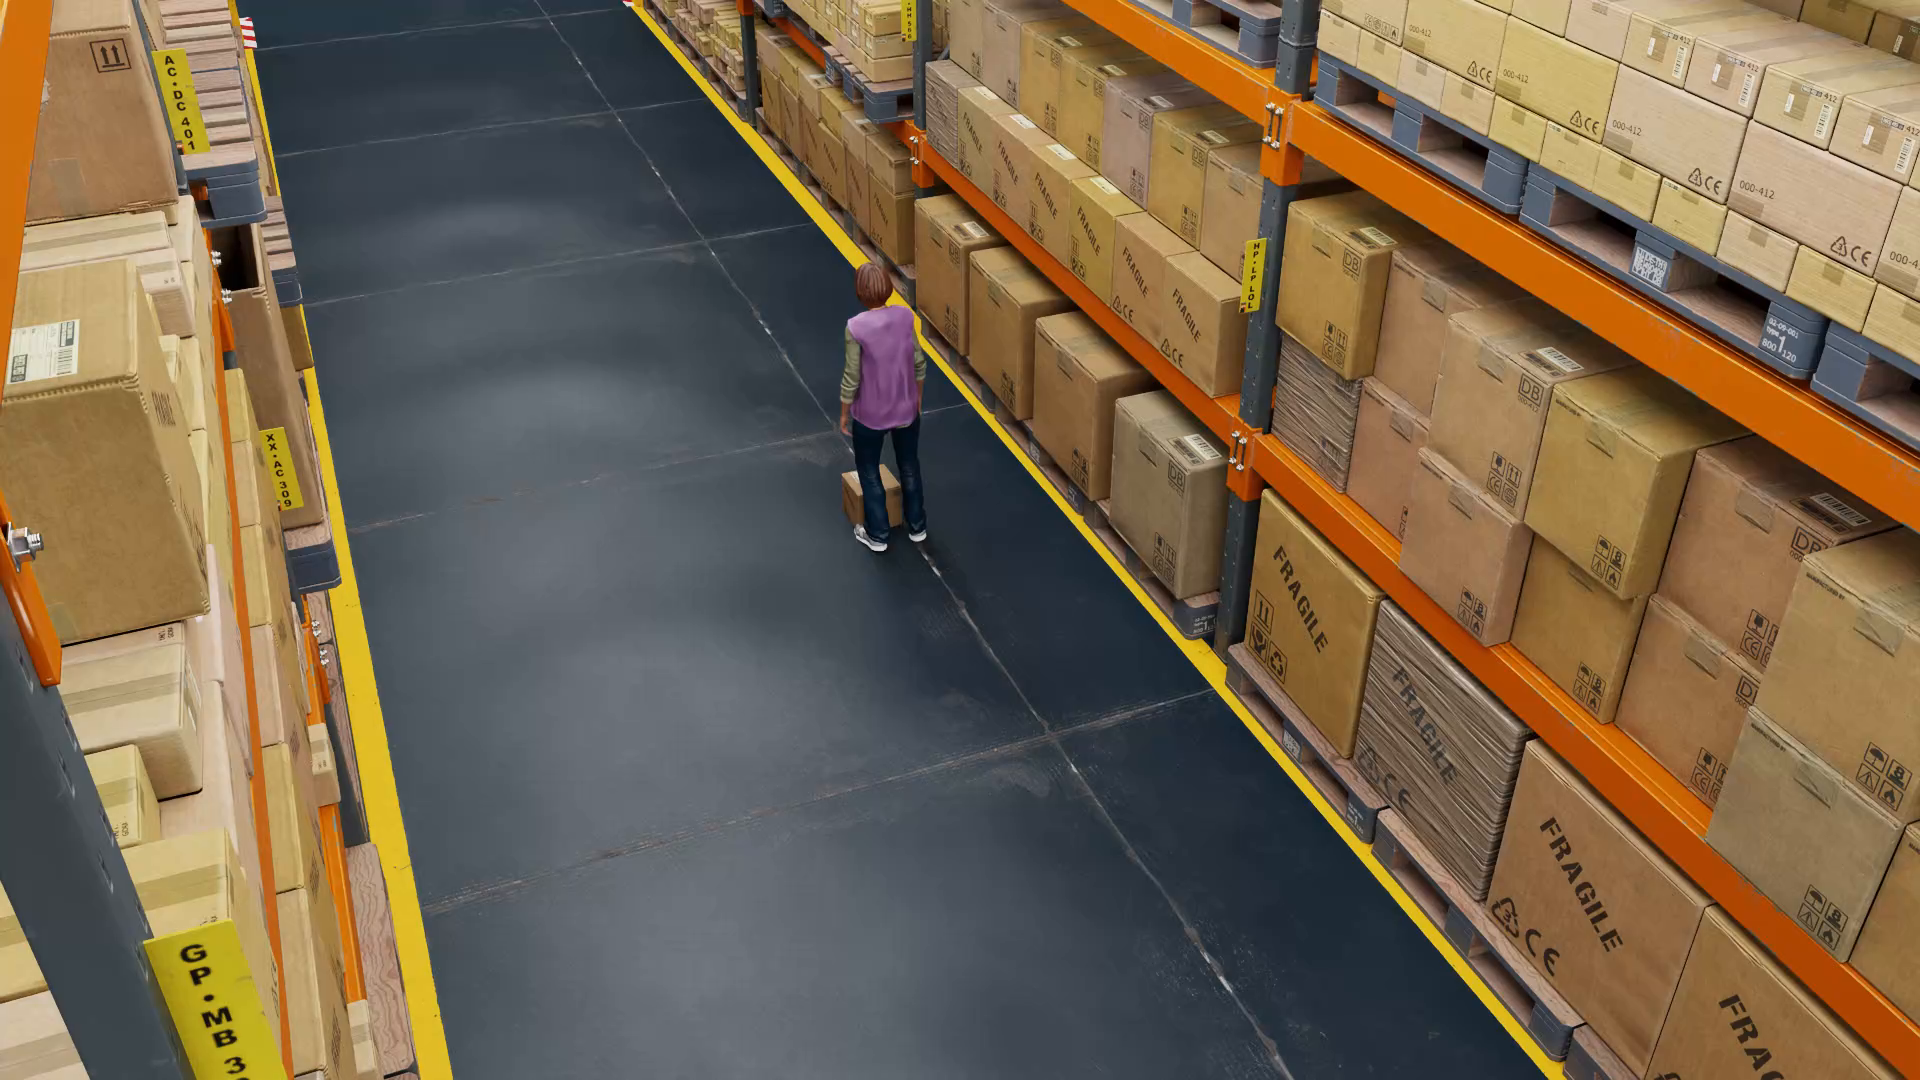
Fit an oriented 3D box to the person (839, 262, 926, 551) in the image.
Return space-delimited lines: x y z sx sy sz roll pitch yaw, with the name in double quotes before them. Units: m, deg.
"person" -0.385 -0.660 8.510 0.484 1.594 0.340 -15 37 -21
